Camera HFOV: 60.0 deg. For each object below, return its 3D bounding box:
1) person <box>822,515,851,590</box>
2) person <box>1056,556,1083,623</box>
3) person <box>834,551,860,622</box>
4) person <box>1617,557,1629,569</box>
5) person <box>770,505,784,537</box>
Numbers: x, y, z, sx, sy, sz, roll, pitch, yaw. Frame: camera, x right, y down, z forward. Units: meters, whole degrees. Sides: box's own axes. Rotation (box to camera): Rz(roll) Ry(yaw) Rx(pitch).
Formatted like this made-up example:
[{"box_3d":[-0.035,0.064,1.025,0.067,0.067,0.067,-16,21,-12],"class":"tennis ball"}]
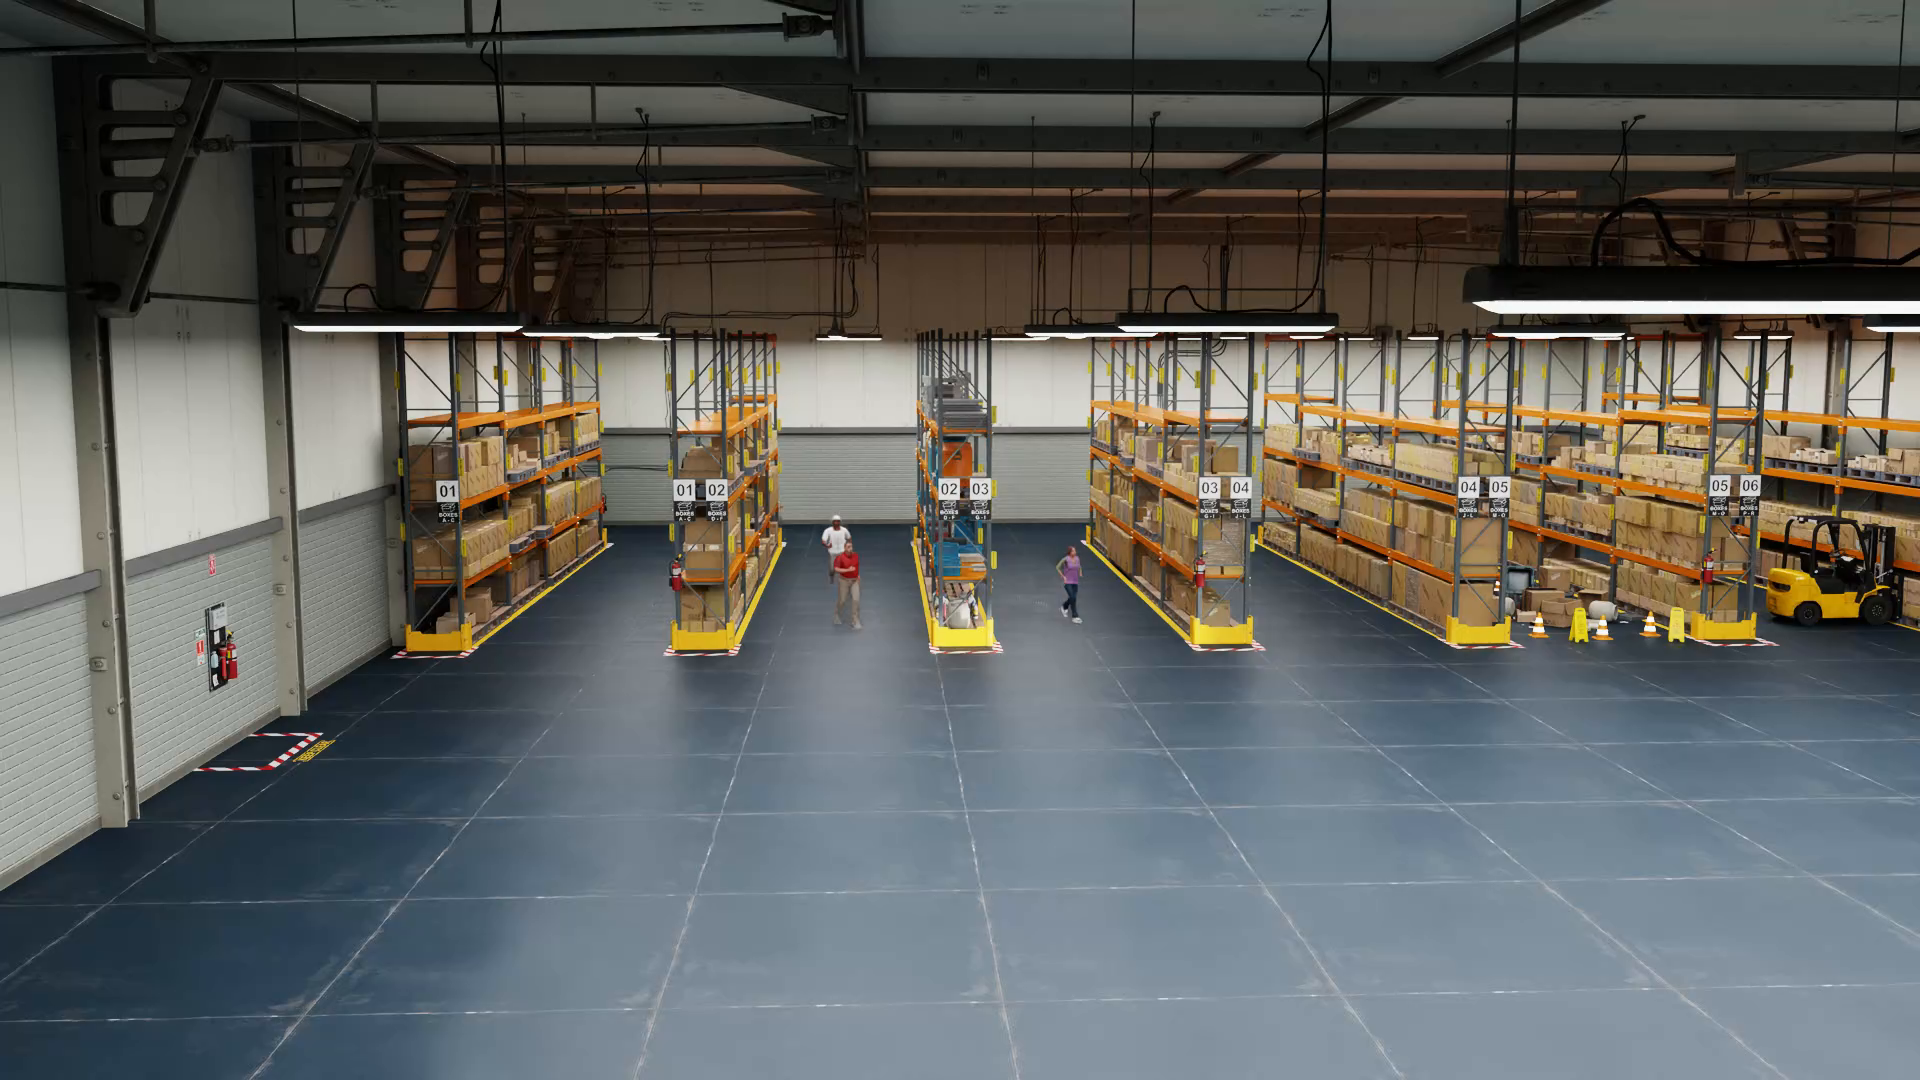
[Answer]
[{"box_3d":[-2.877,0.286,38.896,0.683,1.733,0.791,-1,7,-11],"class":"person"},{"box_3d":[2.256,1.003,34.351,0.548,1.370,0.757,-4,8,-29],"class":"person"},{"box_3d":[-2.308,0.924,33.607,0.624,1.422,0.776,-4,8,-29],"class":"person"},{"box_3d":[15.996,0.093,40.053,0.672,1.653,0.741,-1,7,-10],"class":"person"},{"box_3d":[-5.465,-0.842,48.323,0.688,1.532,0.591,1,7,11],"class":"person"}]
